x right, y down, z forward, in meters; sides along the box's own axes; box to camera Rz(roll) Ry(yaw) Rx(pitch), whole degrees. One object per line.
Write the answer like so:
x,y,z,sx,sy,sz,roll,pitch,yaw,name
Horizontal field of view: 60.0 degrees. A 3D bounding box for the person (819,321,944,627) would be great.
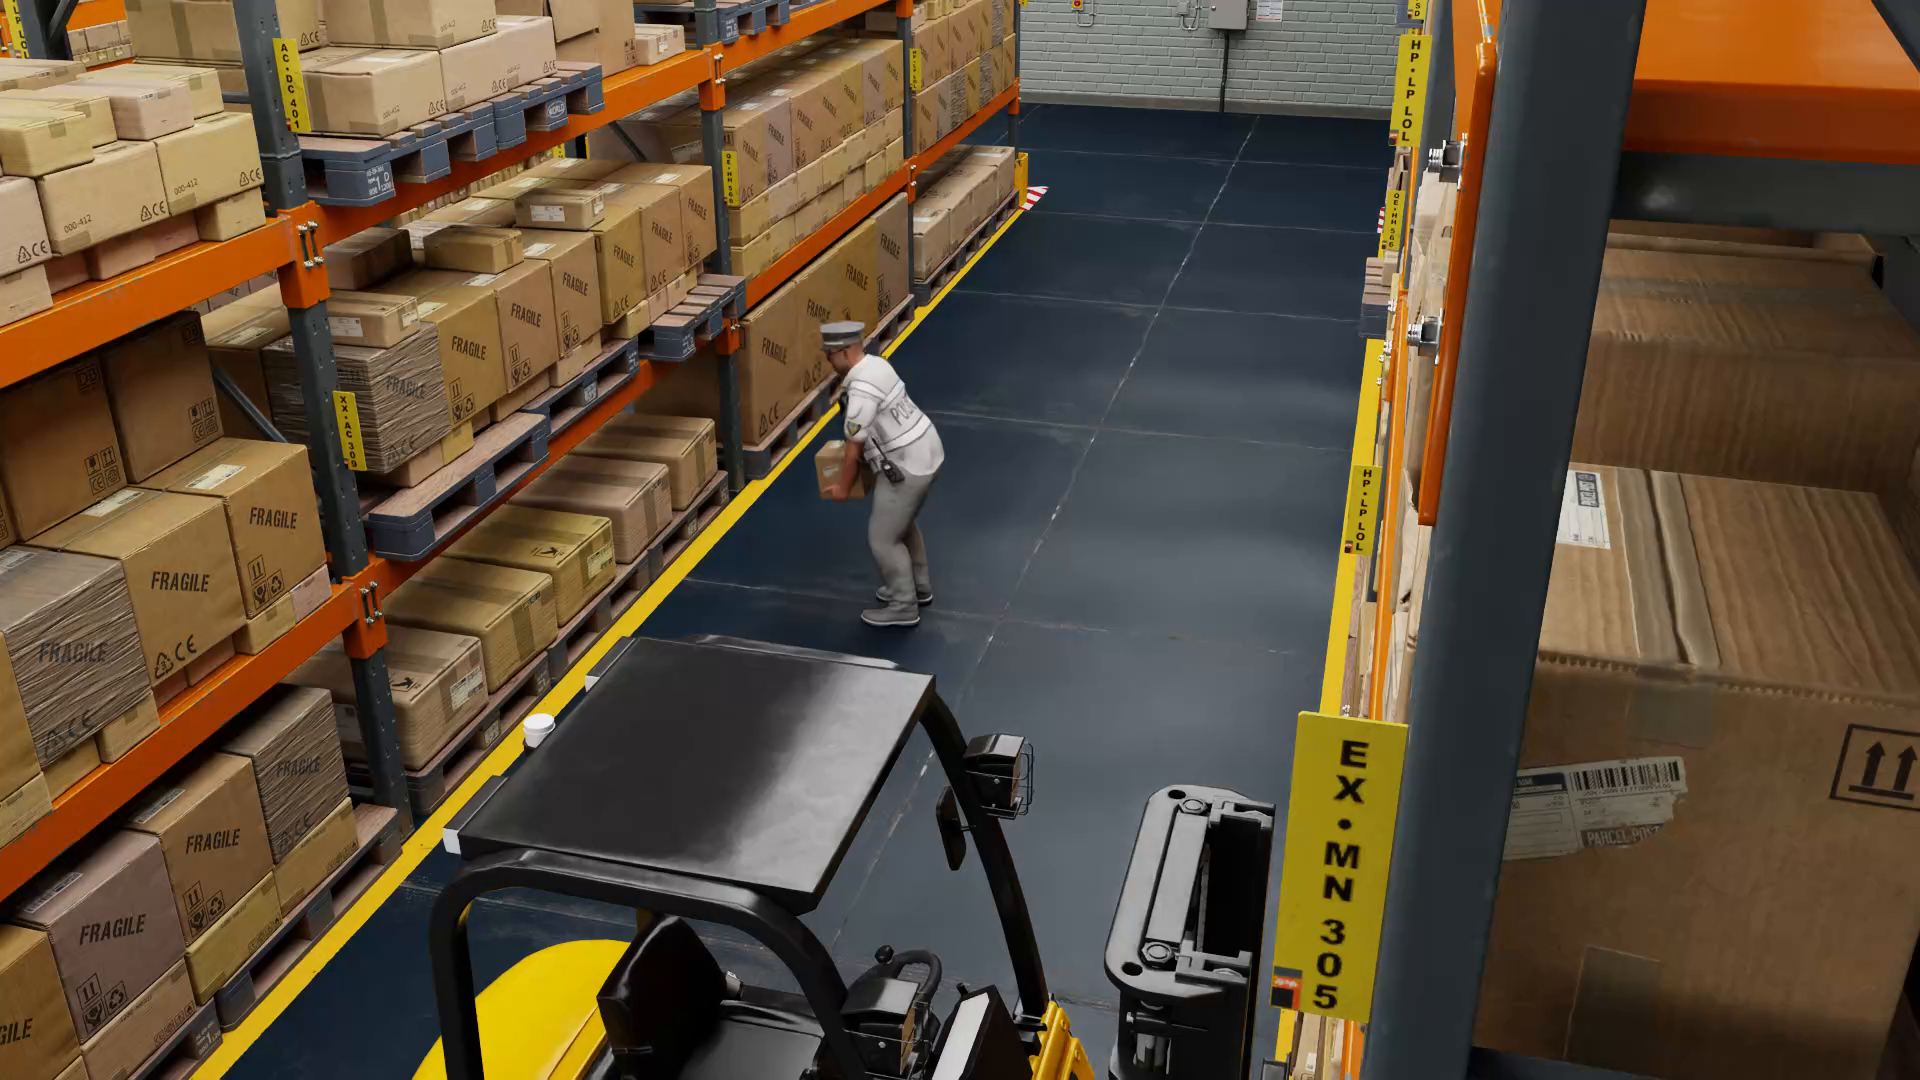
-0.429,-0.361,8.971,0.614,1.675,0.478,6,26,12,person
